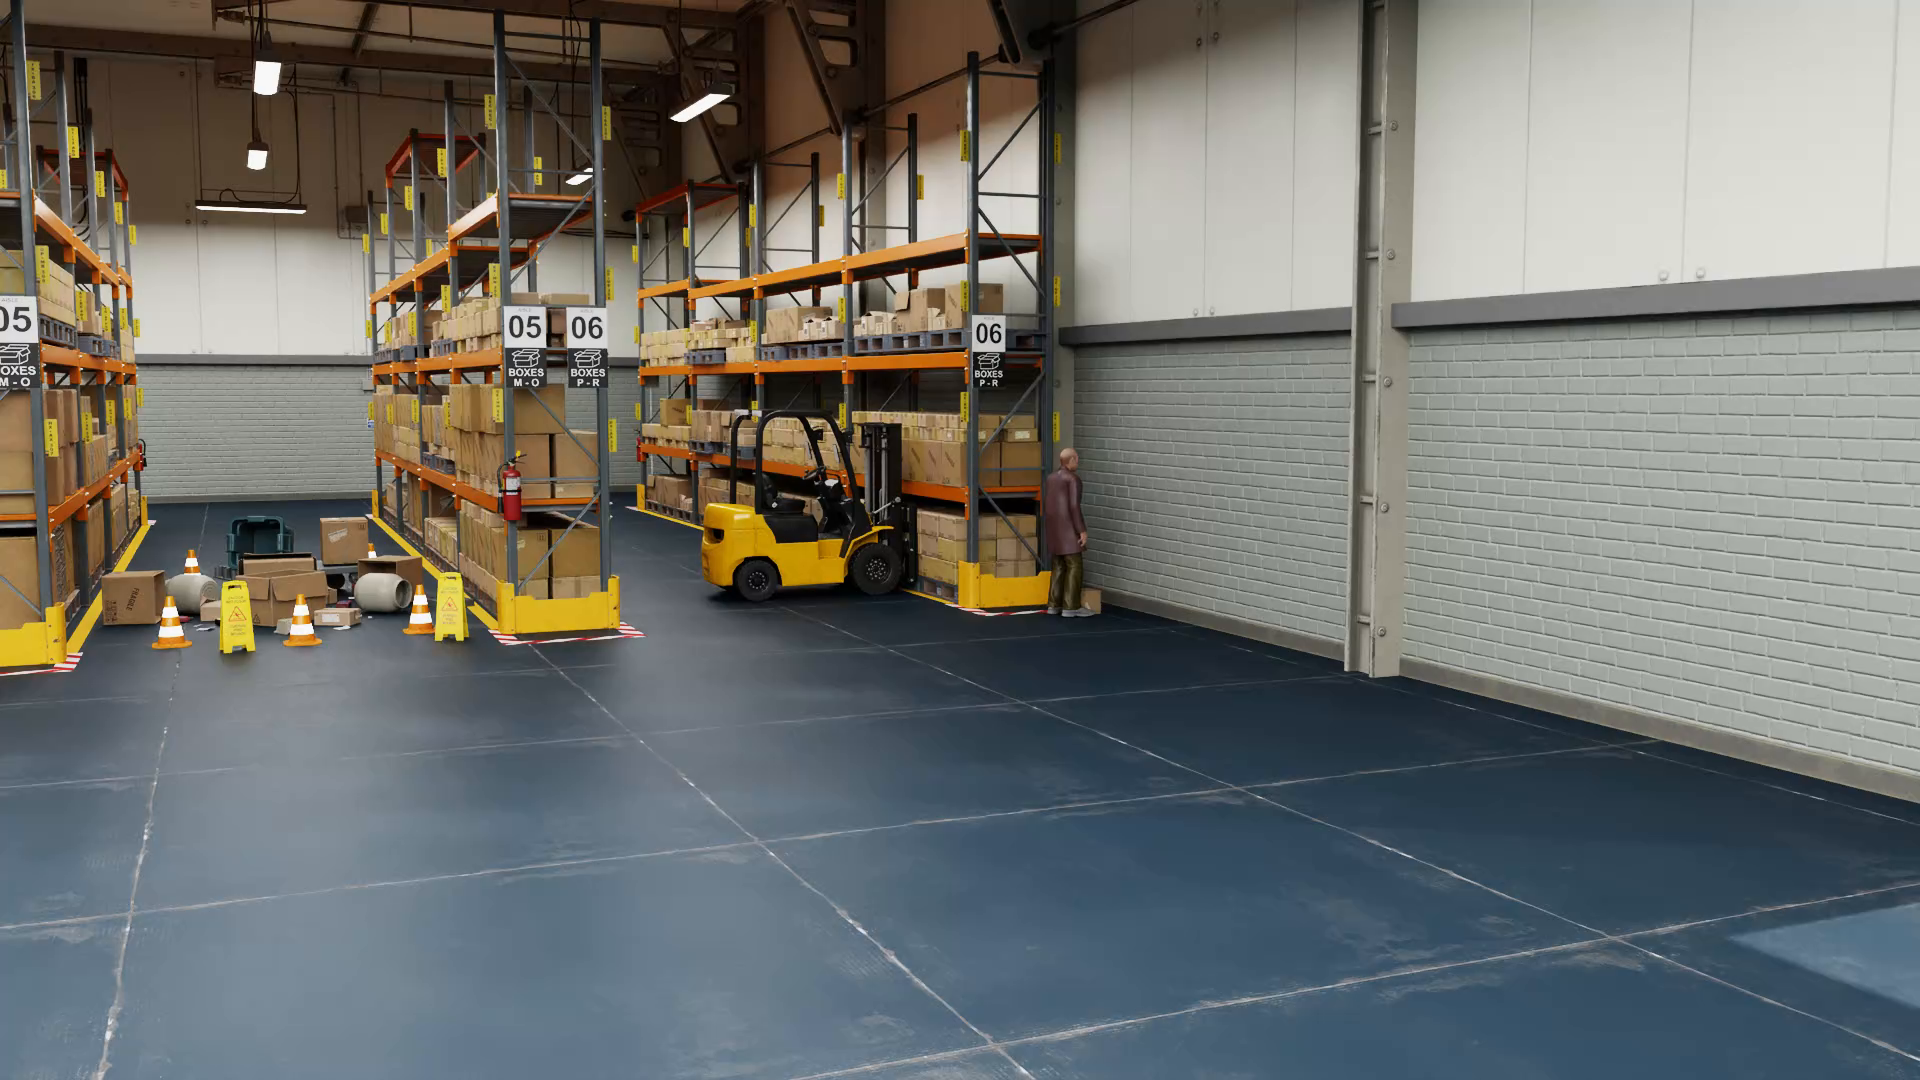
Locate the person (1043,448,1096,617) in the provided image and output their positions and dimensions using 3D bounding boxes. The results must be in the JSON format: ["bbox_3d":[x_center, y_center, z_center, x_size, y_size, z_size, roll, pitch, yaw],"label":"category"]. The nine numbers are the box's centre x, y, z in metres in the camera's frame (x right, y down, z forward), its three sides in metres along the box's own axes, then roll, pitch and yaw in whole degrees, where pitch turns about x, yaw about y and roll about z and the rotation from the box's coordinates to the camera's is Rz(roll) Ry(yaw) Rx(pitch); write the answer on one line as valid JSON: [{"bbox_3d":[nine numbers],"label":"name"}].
[{"bbox_3d":[1.125,-0.088,17.644,0.424,1.774,0.642,-3,6,-31],"label":"person"}]
